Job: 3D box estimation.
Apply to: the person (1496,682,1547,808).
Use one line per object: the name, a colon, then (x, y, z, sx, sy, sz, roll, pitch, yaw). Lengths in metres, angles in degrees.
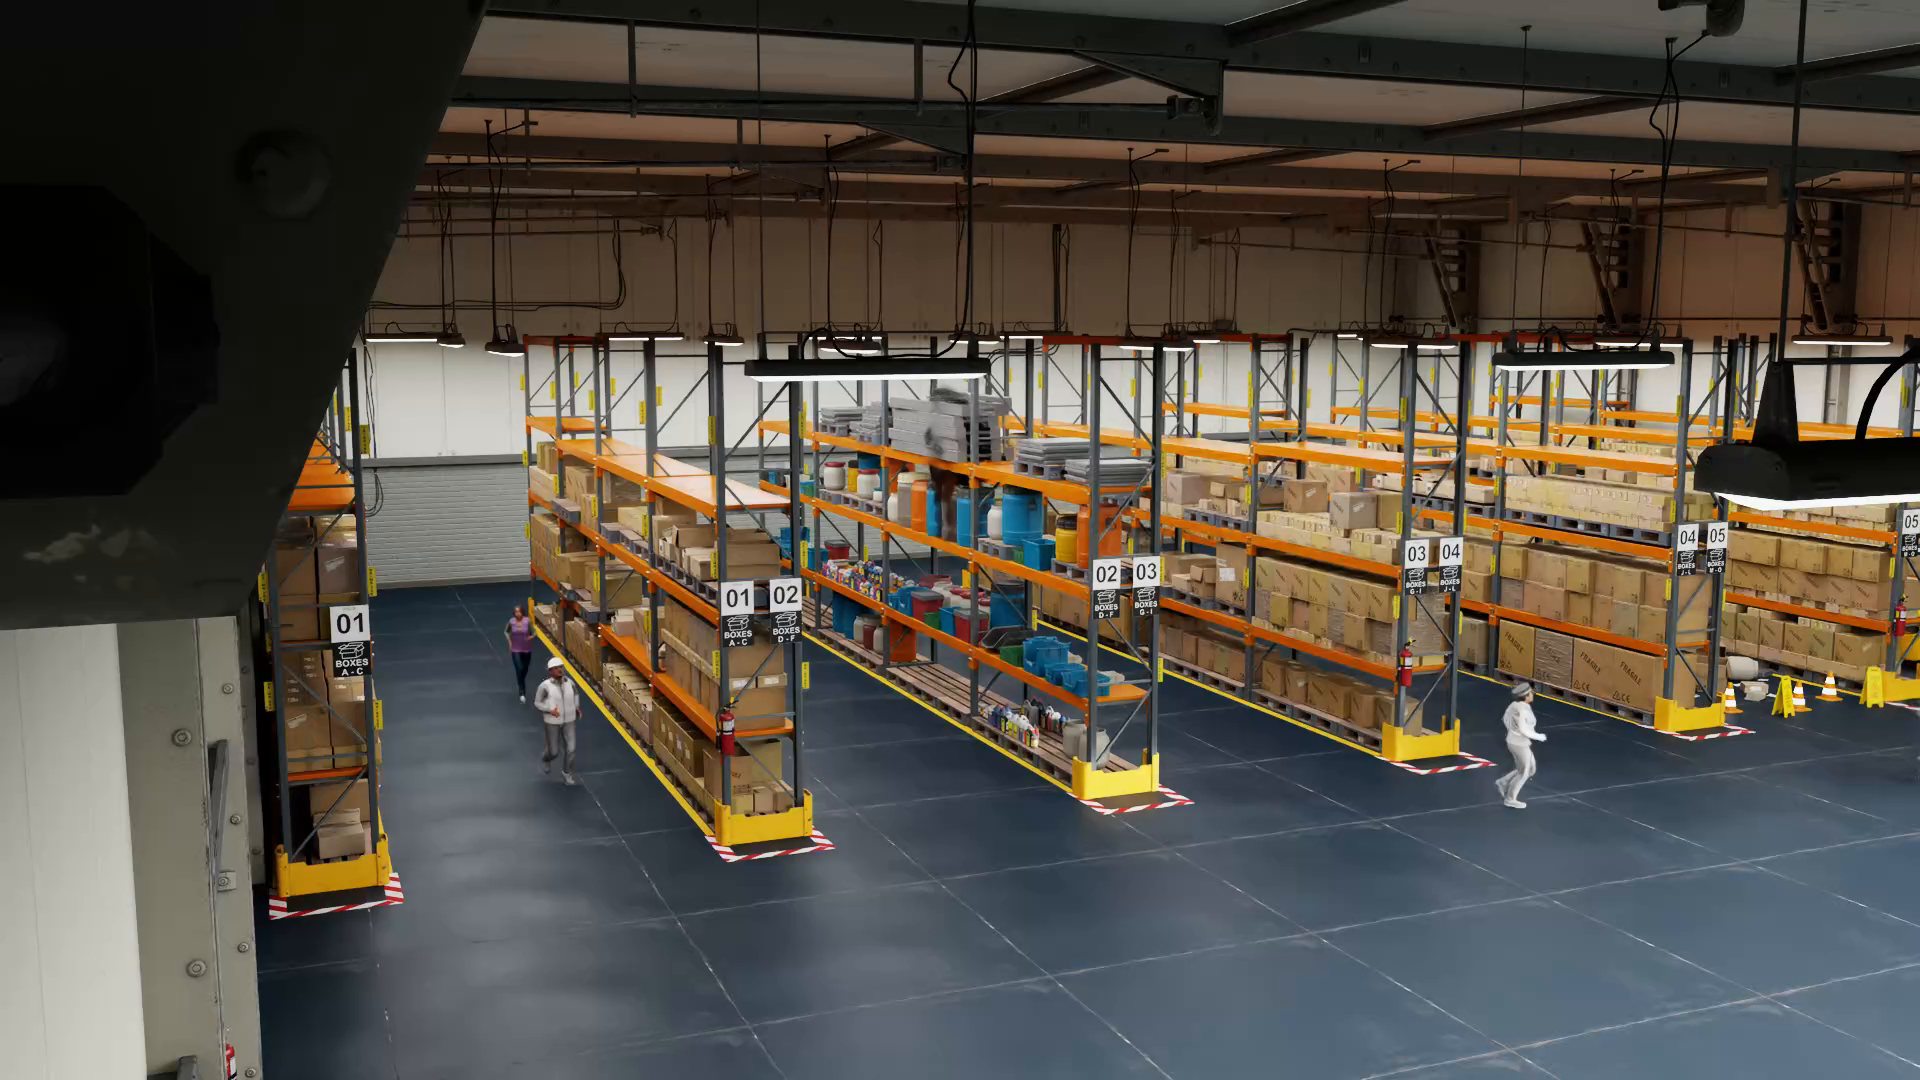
person: (7.285, 2.659, 21.540, 0.567, 1.667, 0.602, 1, 8, 7)

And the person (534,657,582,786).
person: (-5.477, 2.461, 22.731, 0.669, 1.733, 0.760, -5, 9, -34)

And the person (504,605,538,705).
person: (-7.299, 1.910, 27.704, 0.525, 1.518, 0.820, -3, 8, -20)
